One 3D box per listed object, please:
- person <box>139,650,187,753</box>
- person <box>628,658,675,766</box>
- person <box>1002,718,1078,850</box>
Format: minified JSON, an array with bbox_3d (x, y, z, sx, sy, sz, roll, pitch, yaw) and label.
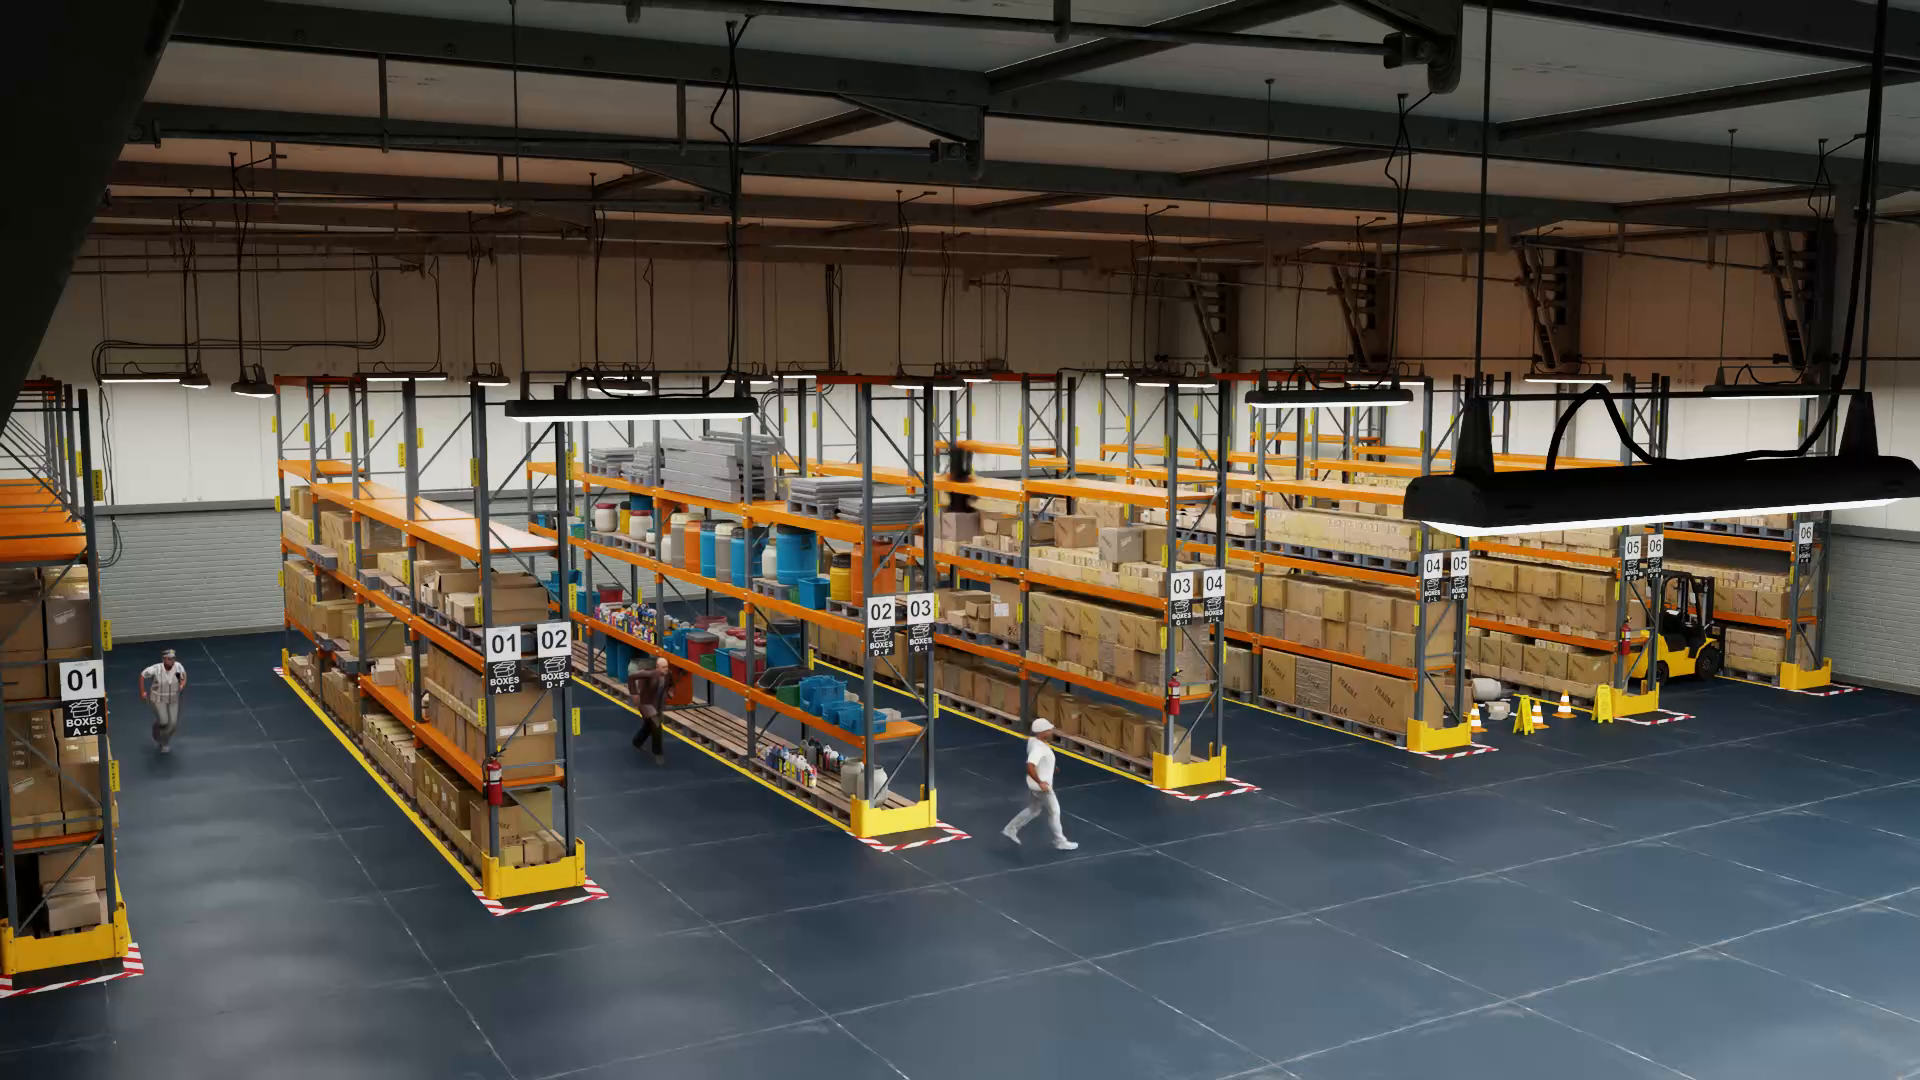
[{"bbox_3d":[-12.778,2.580,26.741,0.745,1.702,0.662,6,8,42],"label":"person"},{"bbox_3d":[-4.893,2.670,26.112,0.760,1.745,1.065,-6,9,-44],"label":"person"},{"bbox_3d":[1.069,3.123,21.212,0.942,1.741,0.758,-1,6,-6],"label":"person"}]
